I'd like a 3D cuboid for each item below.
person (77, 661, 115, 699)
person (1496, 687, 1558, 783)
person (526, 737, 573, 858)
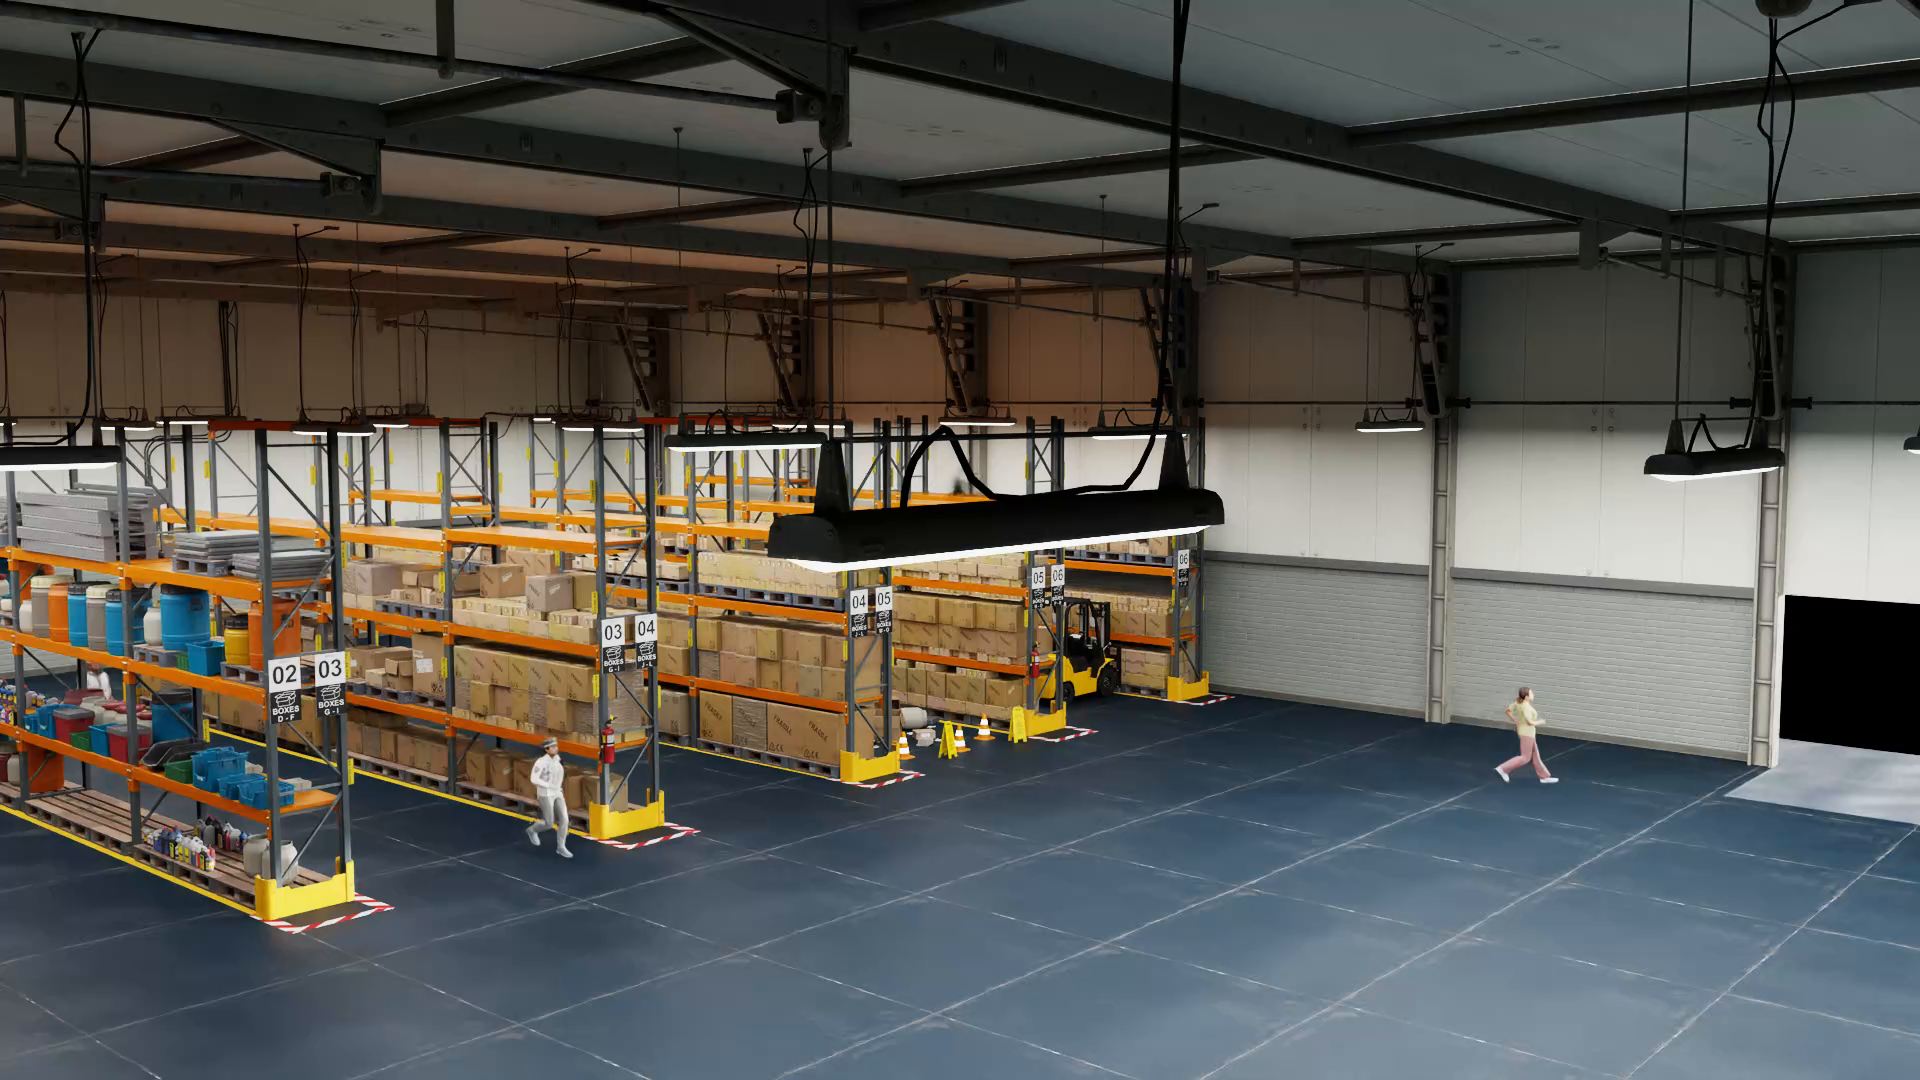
[{"bbox_3d":[-15.688,2.965,30.227,0.579,1.730,0.659,3,6,34],"label":"person"},{"bbox_3d":[9.324,3.205,27.295,1.076,1.611,0.588,0,5,-1],"label":"person"},{"bbox_3d":[-5.750,3.580,23.255,0.794,1.693,0.657,3,5,30],"label":"person"}]
